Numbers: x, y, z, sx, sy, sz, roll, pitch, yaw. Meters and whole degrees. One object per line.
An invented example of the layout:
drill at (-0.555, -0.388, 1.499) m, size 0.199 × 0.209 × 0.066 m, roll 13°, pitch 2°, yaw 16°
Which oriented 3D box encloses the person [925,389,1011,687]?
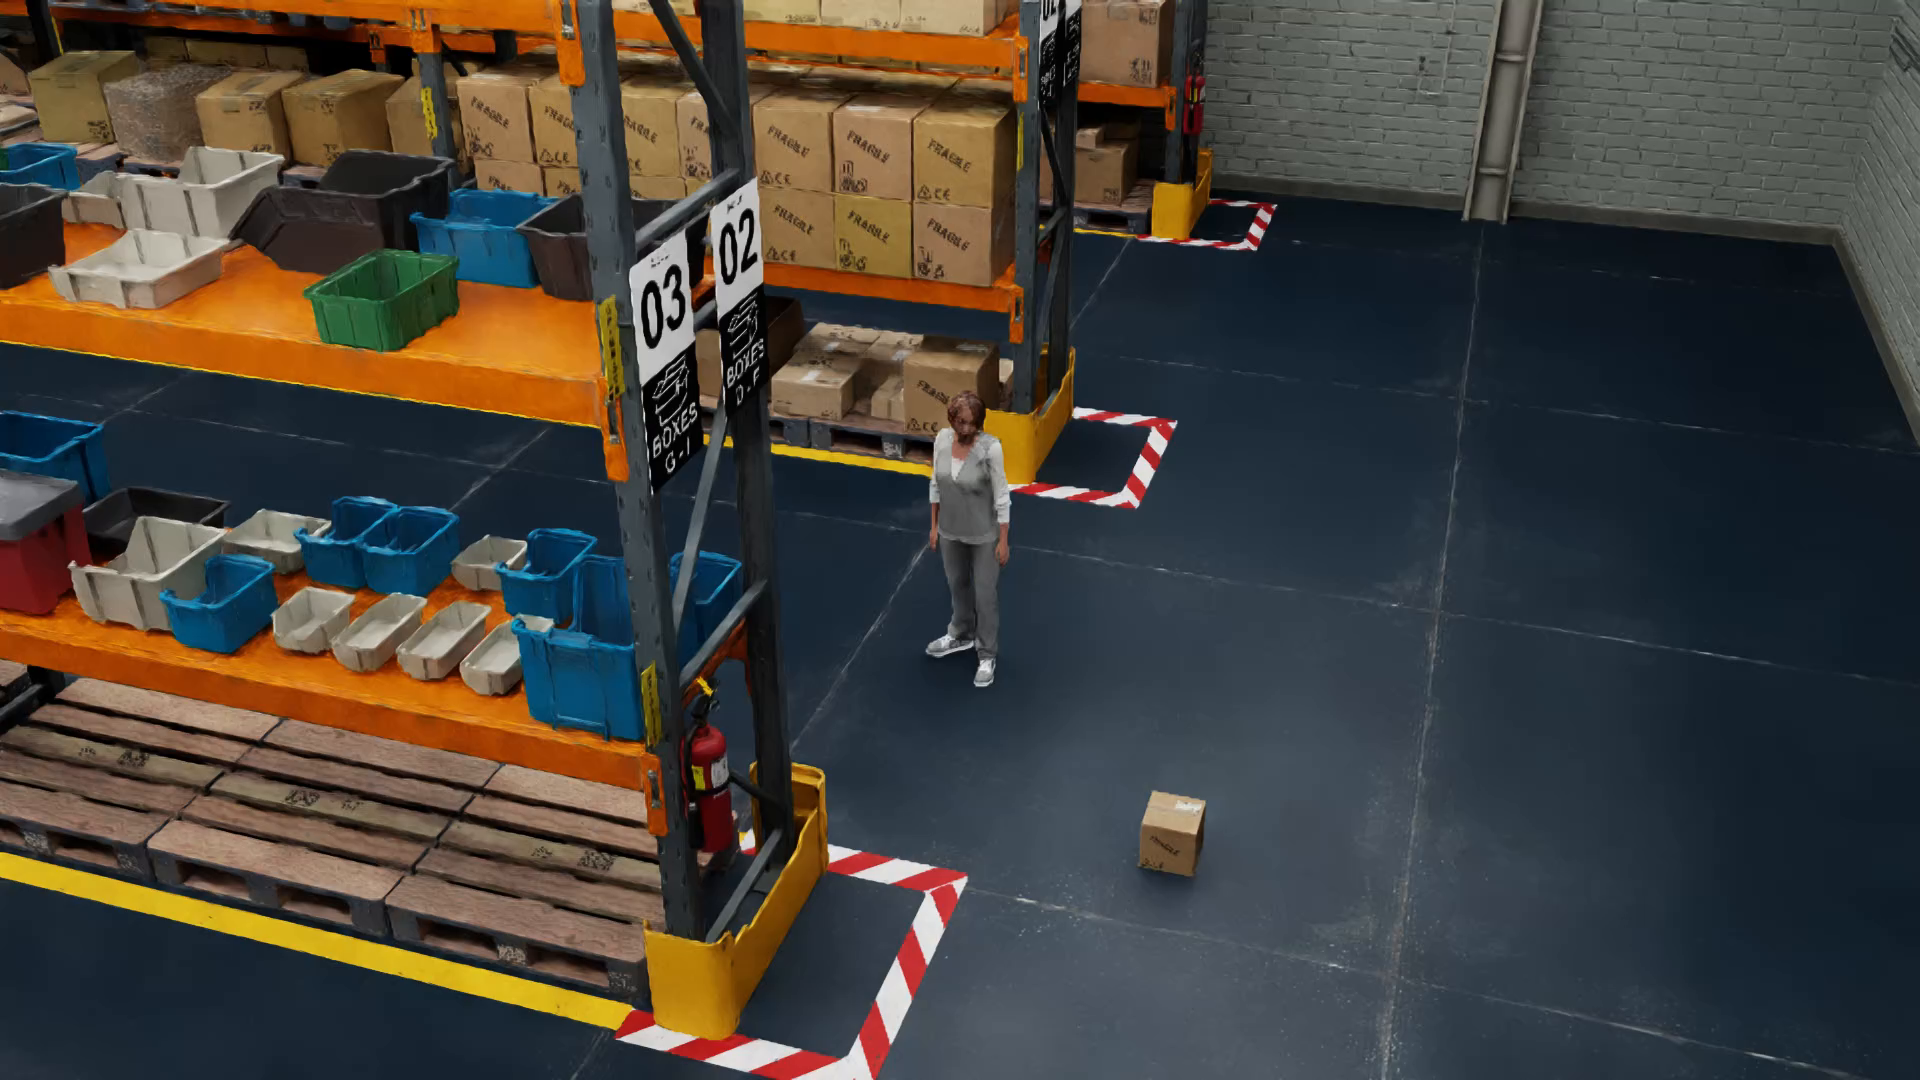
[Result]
person at (0.039, -0.030, 8.508) m, size 0.499 × 1.599 × 0.378 m, roll 16°, pitch 33°, yaw 26°
